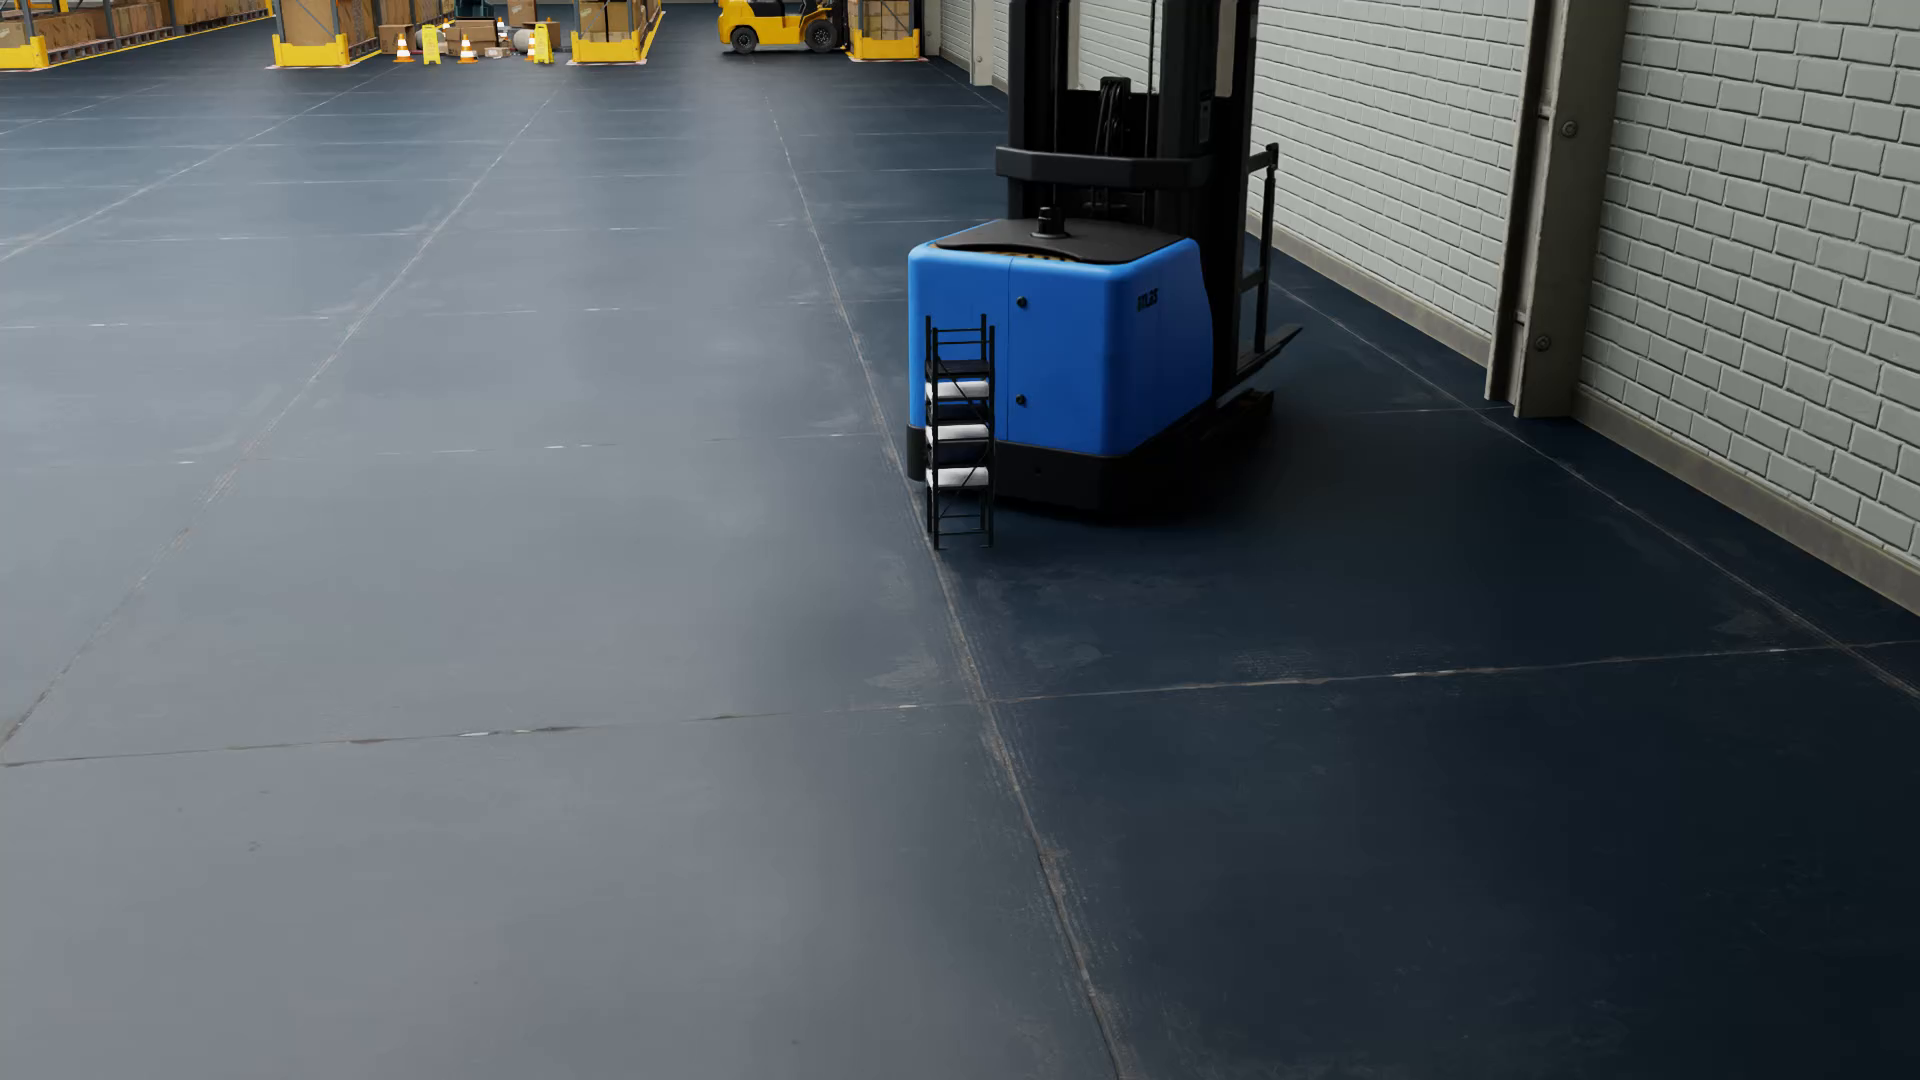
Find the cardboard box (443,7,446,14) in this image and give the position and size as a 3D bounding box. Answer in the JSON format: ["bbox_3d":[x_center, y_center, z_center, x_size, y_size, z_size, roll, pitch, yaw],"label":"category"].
[{"bbox_3d":[-12.582,-12.739,40.012,0.380,0.149,0.250,-4,21,-10],"label":"cardboard box"}]

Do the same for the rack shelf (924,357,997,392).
[{"bbox_3d":[-0.001,-0.646,6.483,0.258,0.077,0.200,-3,21,-8],"label":"rack shelf"}]

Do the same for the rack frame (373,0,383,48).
[{"bbox_3d":[-11.694,-10.966,31.790,1.000,3.000,0.127,-3,21,-8],"label":"rack frame"}]

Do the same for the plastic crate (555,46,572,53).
[{"bbox_3d":[-7.396,-9.298,31.496,0.402,0.080,0.583,-11,23,-26],"label":"plastic crate"}]

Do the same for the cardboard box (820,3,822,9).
[{"bbox_3d":[-3.051,-12.762,39.571,0.500,0.500,0.500,-4,21,-9],"label":"cardboard box"}]

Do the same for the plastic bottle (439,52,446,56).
[{"bbox_3d":[-9.540,-8.933,30.547,0.133,0.061,0.283,-11,23,-26],"label":"plastic bottle"}]

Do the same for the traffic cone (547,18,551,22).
[{"bbox_3d":[-8.375,-10.421,33.956,0.336,0.463,0.334,-3,21,-8],"label":"traffic cone"}]

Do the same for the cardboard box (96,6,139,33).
[{"bbox_3d":[-16.815,-10.359,33.109,0.700,0.500,0.500,-5,21,-12],"label":"cardboard box"}]

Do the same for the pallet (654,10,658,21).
[{"bbox_3d":[-7.996,-12.981,41.171,1.003,0.211,1.213,-3,21,-8],"label":"pallet"}]

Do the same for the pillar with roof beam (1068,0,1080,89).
[{"bbox_3d":[-3.061,-8.842,17.529,9.100,9.000,0.400,-3,21,-8],"label":"pillar with roof beam"}]

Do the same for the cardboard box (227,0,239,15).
[{"bbox_3d":[-17.786,-12.955,39.550,0.875,0.875,0.875,-3,21,-8],"label":"cardboard box"}]

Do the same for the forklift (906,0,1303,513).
[{"bbox_3d":[0.907,-1.956,7.764,1.130,2.935,3.031,11,23,26],"label":"forklift"}]

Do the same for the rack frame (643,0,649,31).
[{"bbox_3d":[-7.387,-12.636,36.260,1.000,3.000,0.127,-3,21,-8],"label":"rack frame"}]

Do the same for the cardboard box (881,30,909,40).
[{"bbox_3d":[-1.200,-9.206,30.407,0.500,0.250,0.500,-3,21,-8],"label":"cardboard box"}]

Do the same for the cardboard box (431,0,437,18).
[{"bbox_3d":[-12.418,-12.340,38.442,0.500,0.500,0.500,-3,21,-9],"label":"cardboard box"}]

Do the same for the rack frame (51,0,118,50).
[{"bbox_3d":[-16.617,-10.751,31.213,1.000,3.000,0.127,-3,21,-8],"label":"rack frame"}]

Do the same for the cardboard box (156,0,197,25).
[{"bbox_3d":[-17.272,-11.577,35.862,1.225,0.875,0.875,-4,21,-10],"label":"cardboard box"}]

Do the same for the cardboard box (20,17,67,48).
[{"bbox_3d":[-16.305,-9.032,29.583,0.500,0.500,0.500,-1,21,-3],"label":"cardboard box"}]

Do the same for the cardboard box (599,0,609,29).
[{"bbox_3d":[-6.686,-9.570,30.311,0.500,0.500,0.500,-2,21,-6],"label":"cardboard box"}]

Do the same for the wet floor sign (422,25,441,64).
[{"bbox_3d":[-9.154,-8.568,28.734,0.267,0.644,0.232,-7,21,-17],"label":"wet floor sign"}]

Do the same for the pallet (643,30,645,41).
[{"bbox_3d":[-6.924,-10.214,33.761,1.003,0.211,1.213,-3,21,-8],"label":"pallet"}]

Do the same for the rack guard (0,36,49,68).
[{"bbox_3d":[-16.051,-8.221,28.013,1.175,0.500,0.348,-3,21,-8],"label":"rack guard"}]

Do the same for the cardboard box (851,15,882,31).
[{"bbox_3d":[-1.702,-9.413,30.247,0.500,0.250,0.500,-3,21,-8],"label":"cardboard box"}]

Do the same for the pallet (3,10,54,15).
[{"bbox_3d":[-23.168,-13.062,41.387,1.003,0.211,1.213,-3,21,-8],"label":"pallet"}]

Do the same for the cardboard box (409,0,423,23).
[{"bbox_3d":[-12.120,-11.634,36.552,0.500,0.500,0.500,-4,21,-10],"label":"cardboard box"}]

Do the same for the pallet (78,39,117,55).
[{"bbox_3d":[-16.485,-9.214,31.084,1.003,0.211,1.213,-3,21,-8],"label":"pallet"}]

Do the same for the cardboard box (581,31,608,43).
[{"bbox_3d":[-6.620,-9.049,29.987,0.500,0.250,0.500,-3,21,-8],"label":"cardboard box"}]

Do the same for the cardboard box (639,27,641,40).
[{"bbox_3d":[-6.234,-9.433,31.015,0.500,0.250,0.500,-2,21,-4],"label":"cardboard box"}]

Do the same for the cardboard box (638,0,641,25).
[{"bbox_3d":[-6.310,-9.967,31.372,0.500,0.500,0.500,-2,21,-5],"label":"cardboard box"}]

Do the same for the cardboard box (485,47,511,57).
[{"bbox_3d":[-8.422,-8.882,30.284,0.380,0.149,0.250,8,22,20],"label":"cardboard box"}]

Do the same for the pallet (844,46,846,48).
[{"bbox_3d":[-1.826,-9.919,32.970,1.003,0.211,1.213,-3,21,-8],"label":"pallet"}]

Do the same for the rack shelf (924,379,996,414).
[{"bbox_3d":[-0.001,-0.562,6.515,0.258,0.077,0.200,-3,21,-8],"label":"rack shelf"}]

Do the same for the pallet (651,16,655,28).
[{"bbox_3d":[-7.599,-12.027,38.617,1.003,0.211,1.213,-3,21,-8],"label":"pallet"}]

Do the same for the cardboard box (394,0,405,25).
[{"bbox_3d":[-12.143,-10.976,34.431,1.050,0.750,0.750,-3,21,-7],"label":"cardboard box"}]

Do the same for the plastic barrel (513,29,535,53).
[{"bbox_3d":[-8.030,-9.298,31.005,0.512,0.421,0.421,12,24,30],"label":"plastic barrel"}]

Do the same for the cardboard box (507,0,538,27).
[{"bbox_3d":[-8.568,-10.334,32.588,0.500,0.500,0.500,-3,21,-8],"label":"cardboard box"}]

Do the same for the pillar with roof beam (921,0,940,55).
[{"bbox_3d":[-4.791,-12.997,28.654,9.100,9.000,0.400,-3,21,-8],"label":"pillar with roof beam"}]

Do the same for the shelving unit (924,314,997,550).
[{"bbox_3d":[-0.001,-0.424,6.566,0.258,0.900,0.210,-3,21,-8],"label":"shelving unit"}]

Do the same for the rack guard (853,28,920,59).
[{"bbox_3d":[-1.319,-8.938,29.932,1.175,0.500,0.348,-3,21,-8],"label":"rack guard"}]

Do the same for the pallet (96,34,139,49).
[{"bbox_3d":[-16.731,-9.714,32.423,1.003,0.211,1.213,-3,21,-8],"label":"pallet"}]

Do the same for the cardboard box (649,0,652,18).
[{"bbox_3d":[-7.529,-12.389,38.037,0.875,0.875,0.875,-3,21,-7],"label":"cardboard box"}]

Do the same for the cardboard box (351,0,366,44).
[{"bbox_3d":[-11.539,-9.634,30.660,0.875,0.875,0.875,-3,21,-7],"label":"cardboard box"}]

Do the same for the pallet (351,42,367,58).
[{"bbox_3d":[-11.483,-8.969,30.429,1.003,0.211,1.213,-3,21,-8],"label":"pallet"}]

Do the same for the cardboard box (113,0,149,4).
[{"bbox_3d":[-16.981,-11.109,34.043,0.500,0.250,0.500,-1,20,-2],"label":"cardboard box"}]

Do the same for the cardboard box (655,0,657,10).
[{"bbox_3d":[-8.078,-13.550,41.769,0.875,0.438,0.875,-4,21,-9],"label":"cardboard box"}]

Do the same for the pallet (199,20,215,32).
[{"bbox_3d":[-17.405,-11.528,37.279,1.003,0.211,1.213,-3,21,-8],"label":"pallet"}]

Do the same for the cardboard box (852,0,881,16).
[{"bbox_3d":[-1.698,-9.638,30.135,0.500,0.250,0.500,-2,21,-6],"label":"cardboard box"}]

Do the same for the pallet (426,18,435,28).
[{"bbox_3d":[-12.555,-11.737,37.839,1.003,0.211,1.213,-3,21,-8],"label":"pallet"}]

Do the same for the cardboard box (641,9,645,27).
[{"bbox_3d":[-7.098,-10.887,34.734,0.950,0.372,0.625,-2,21,-6],"label":"cardboard box"}]
